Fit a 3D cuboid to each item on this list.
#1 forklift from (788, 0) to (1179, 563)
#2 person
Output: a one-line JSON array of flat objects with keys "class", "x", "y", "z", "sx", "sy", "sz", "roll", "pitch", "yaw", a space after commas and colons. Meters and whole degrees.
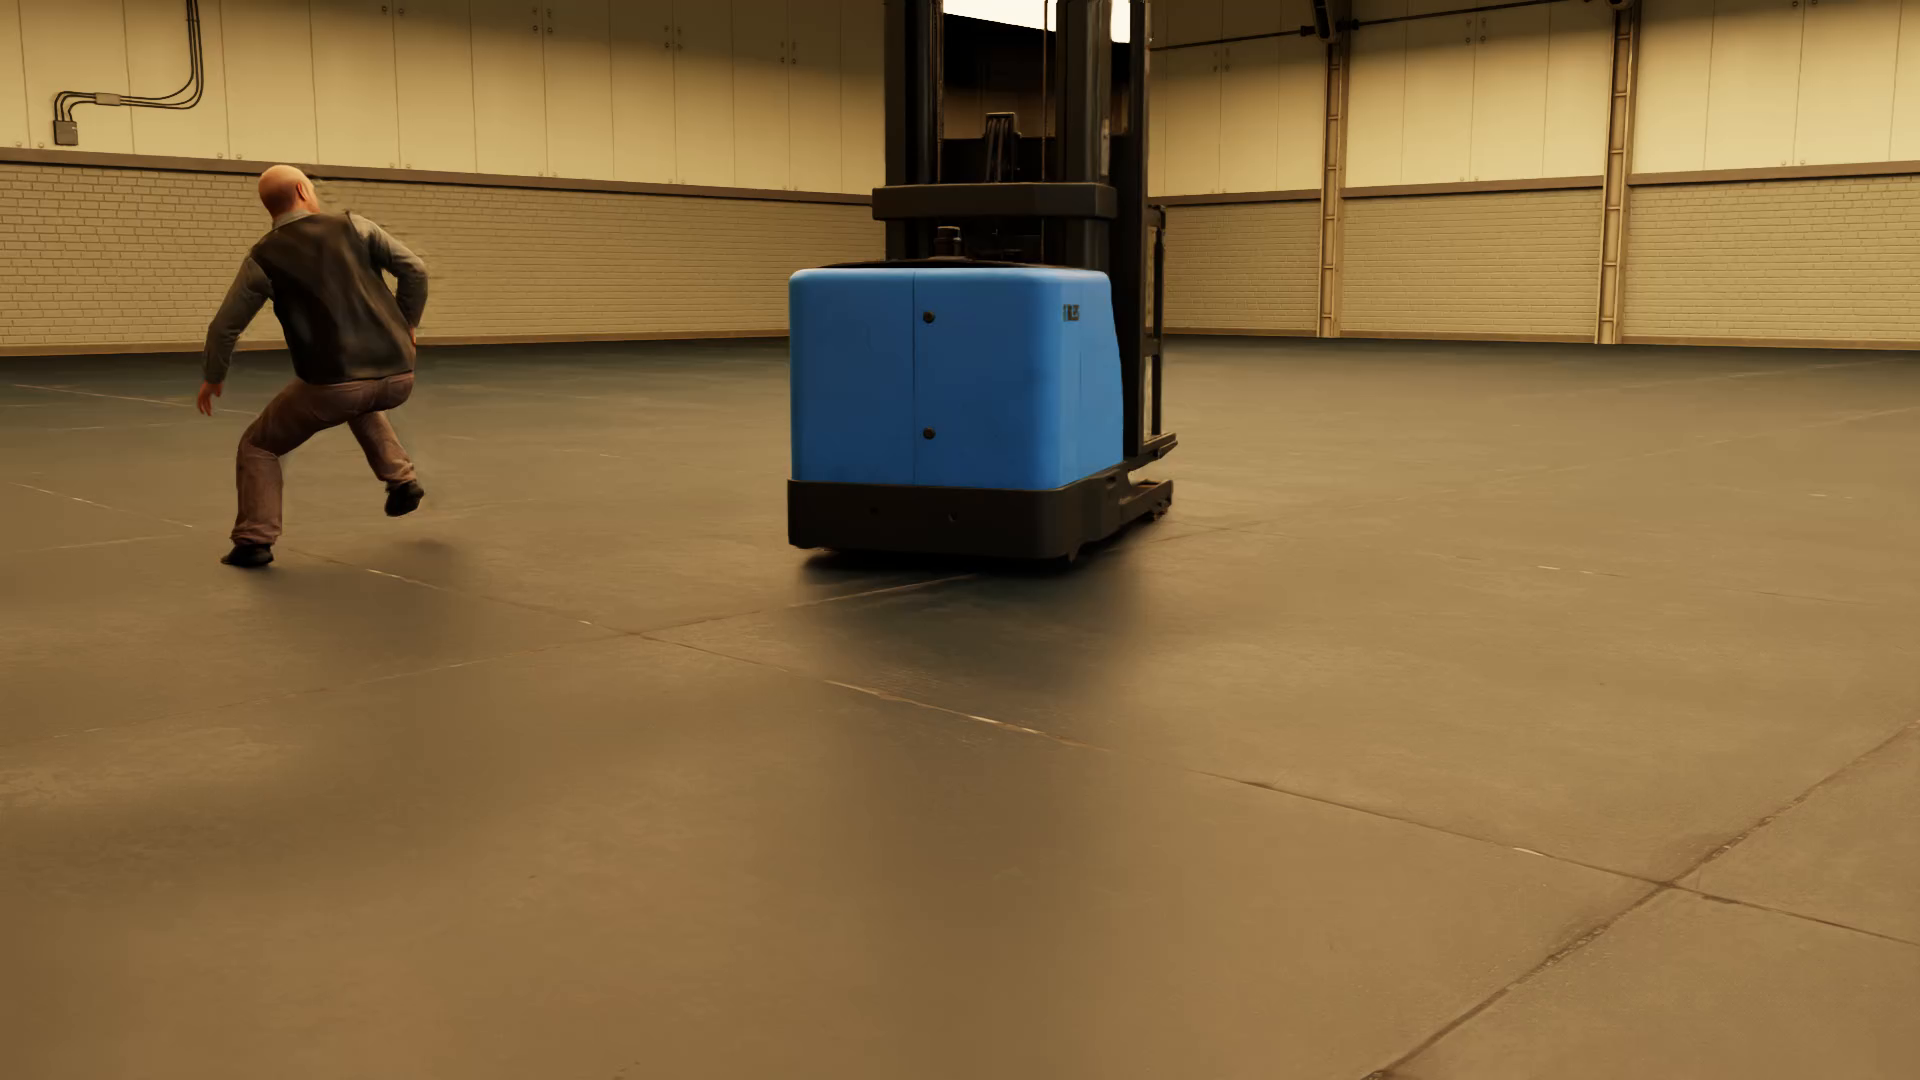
[{"class": "forklift", "x": 0.322, "y": -1.546, "z": 7.141, "sx": 1.130, "sy": 2.935, "sz": 3.031, "roll": 3, "pitch": 9, "yaw": 19}, {"class": "person", "x": -2.426, "y": -0.655, "z": 6.307, "sx": 0.830, "sy": 1.501, "sz": 0.667, "roll": -8, "pitch": 11, "yaw": -42}]
